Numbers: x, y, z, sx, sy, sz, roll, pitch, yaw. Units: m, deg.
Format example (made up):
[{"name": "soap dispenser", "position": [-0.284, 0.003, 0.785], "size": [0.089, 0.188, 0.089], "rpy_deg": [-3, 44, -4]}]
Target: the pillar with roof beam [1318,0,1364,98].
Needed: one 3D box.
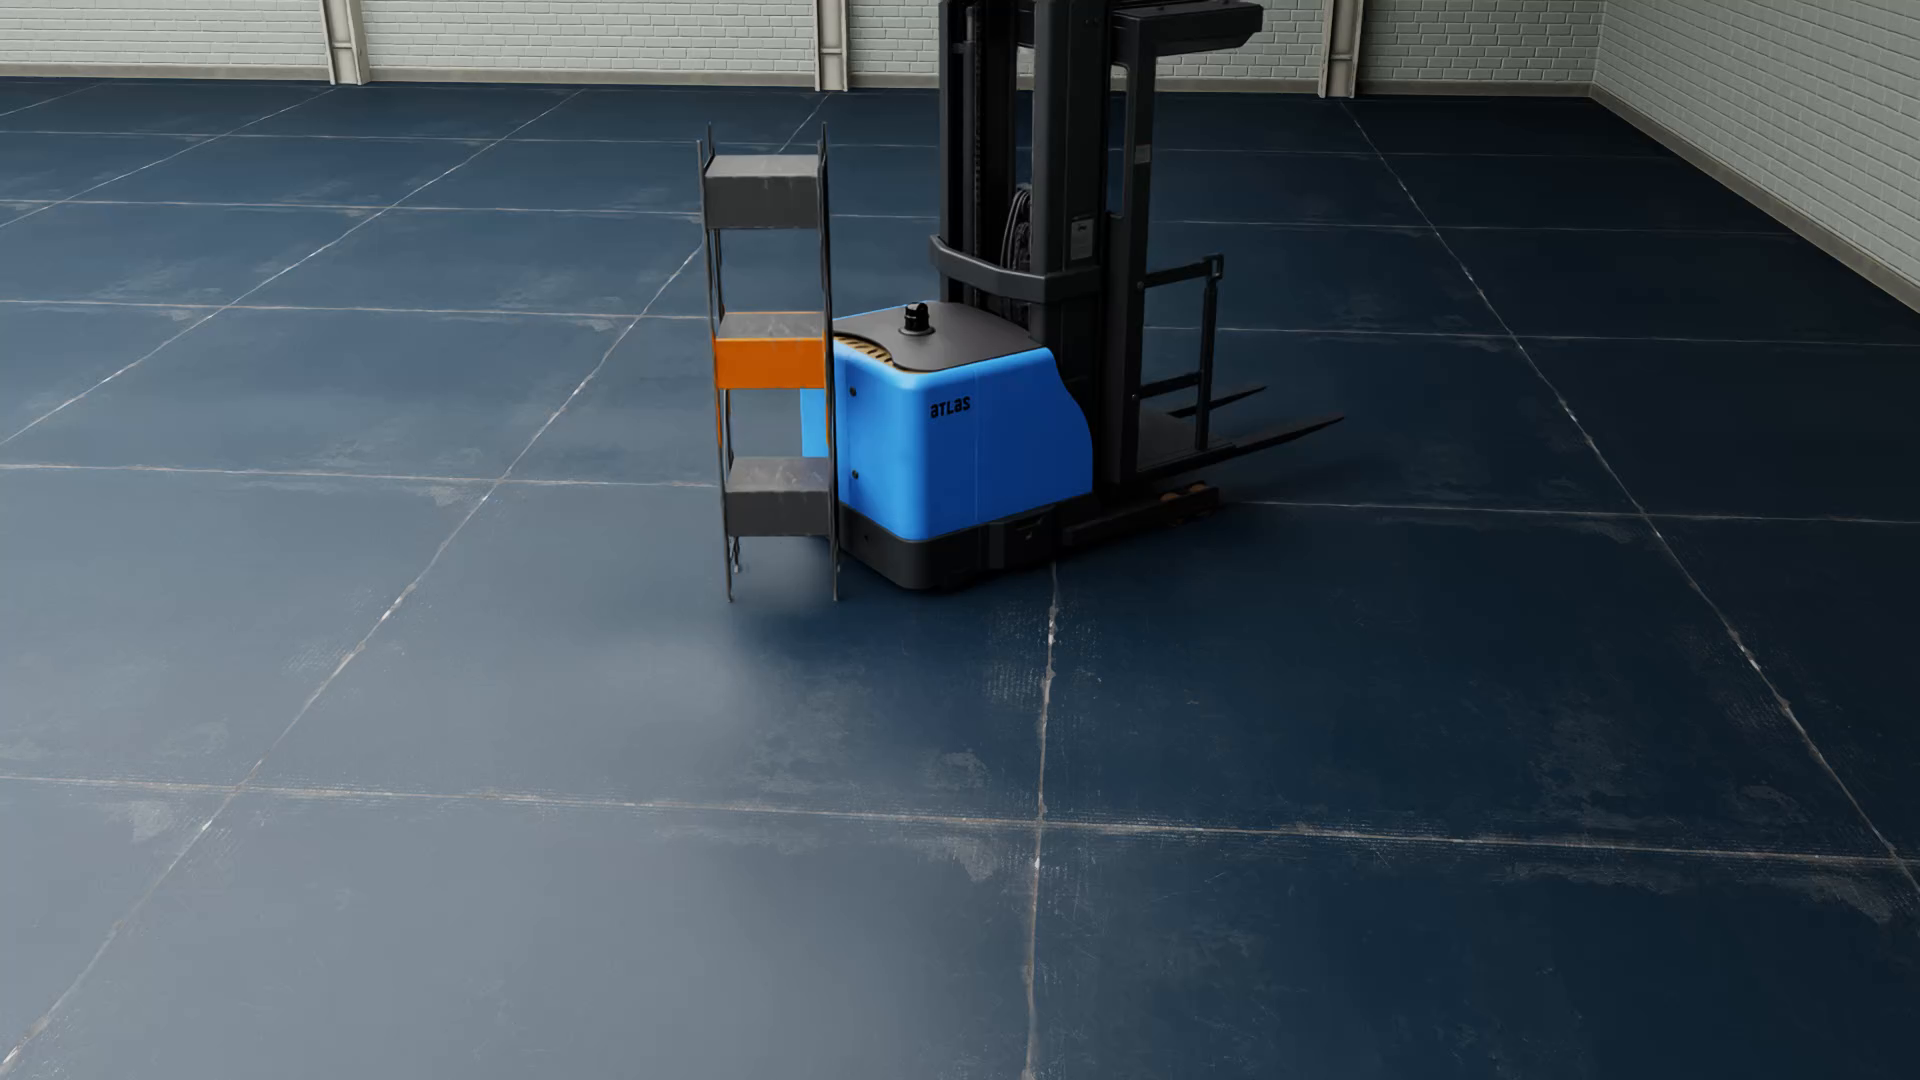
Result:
[{"name": "pillar with roof beam", "position": [4.122, -7.558, 13.909], "size": [0.400, 9.000, 9.100], "rpy_deg": [2, 25, 4]}]

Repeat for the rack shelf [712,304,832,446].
[{"name": "rack shelf", "position": [-0.819, -0.736, 7.370], "size": [0.480, 0.518, 0.431], "rpy_deg": [-1, 25, -1]}]

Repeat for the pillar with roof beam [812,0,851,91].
[{"name": "pillar with roof beam", "position": [-1.861, -7.750, 14.327], "size": [0.400, 9.000, 9.100], "rpy_deg": [2, 25, 4]}]

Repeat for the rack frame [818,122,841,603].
[{"name": "rack frame", "position": [-0.575, -0.751, 7.370], "size": [0.015, 2.100, 0.400], "rpy_deg": [-1, 25, -1]}]

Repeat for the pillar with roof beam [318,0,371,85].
[{"name": "pillar with roof beam", "position": [-7.843, -7.942, 14.744], "size": [0.400, 9.000, 9.100], "rpy_deg": [2, 25, 4]}]

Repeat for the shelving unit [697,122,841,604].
[{"name": "shelving unit", "position": [-0.819, -0.748, 7.365], "size": [0.503, 2.100, 0.431], "rpy_deg": [-1, 25, -1]}]

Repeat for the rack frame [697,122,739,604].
[{"name": "rack frame", "position": [-1.063, -0.746, 7.360], "size": [0.015, 2.100, 0.400], "rpy_deg": [-1, 25, -1]}]

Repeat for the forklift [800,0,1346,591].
[{"name": "forklift", "position": [0.712, -1.566, 8.147], "size": [3.031, 2.935, 1.130], "rpy_deg": [-16, 29, -32]}]

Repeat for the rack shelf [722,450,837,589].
[{"name": "rack shelf", "position": [-0.819, -0.100, 7.663], "size": [0.480, 0.518, 0.431], "rpy_deg": [-1, 25, -1]}]

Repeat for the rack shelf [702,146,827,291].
[{"name": "rack shelf", "position": [-0.819, -1.372, 7.078], "size": [0.480, 0.518, 0.431], "rpy_deg": [-1, 25, -1]}]
